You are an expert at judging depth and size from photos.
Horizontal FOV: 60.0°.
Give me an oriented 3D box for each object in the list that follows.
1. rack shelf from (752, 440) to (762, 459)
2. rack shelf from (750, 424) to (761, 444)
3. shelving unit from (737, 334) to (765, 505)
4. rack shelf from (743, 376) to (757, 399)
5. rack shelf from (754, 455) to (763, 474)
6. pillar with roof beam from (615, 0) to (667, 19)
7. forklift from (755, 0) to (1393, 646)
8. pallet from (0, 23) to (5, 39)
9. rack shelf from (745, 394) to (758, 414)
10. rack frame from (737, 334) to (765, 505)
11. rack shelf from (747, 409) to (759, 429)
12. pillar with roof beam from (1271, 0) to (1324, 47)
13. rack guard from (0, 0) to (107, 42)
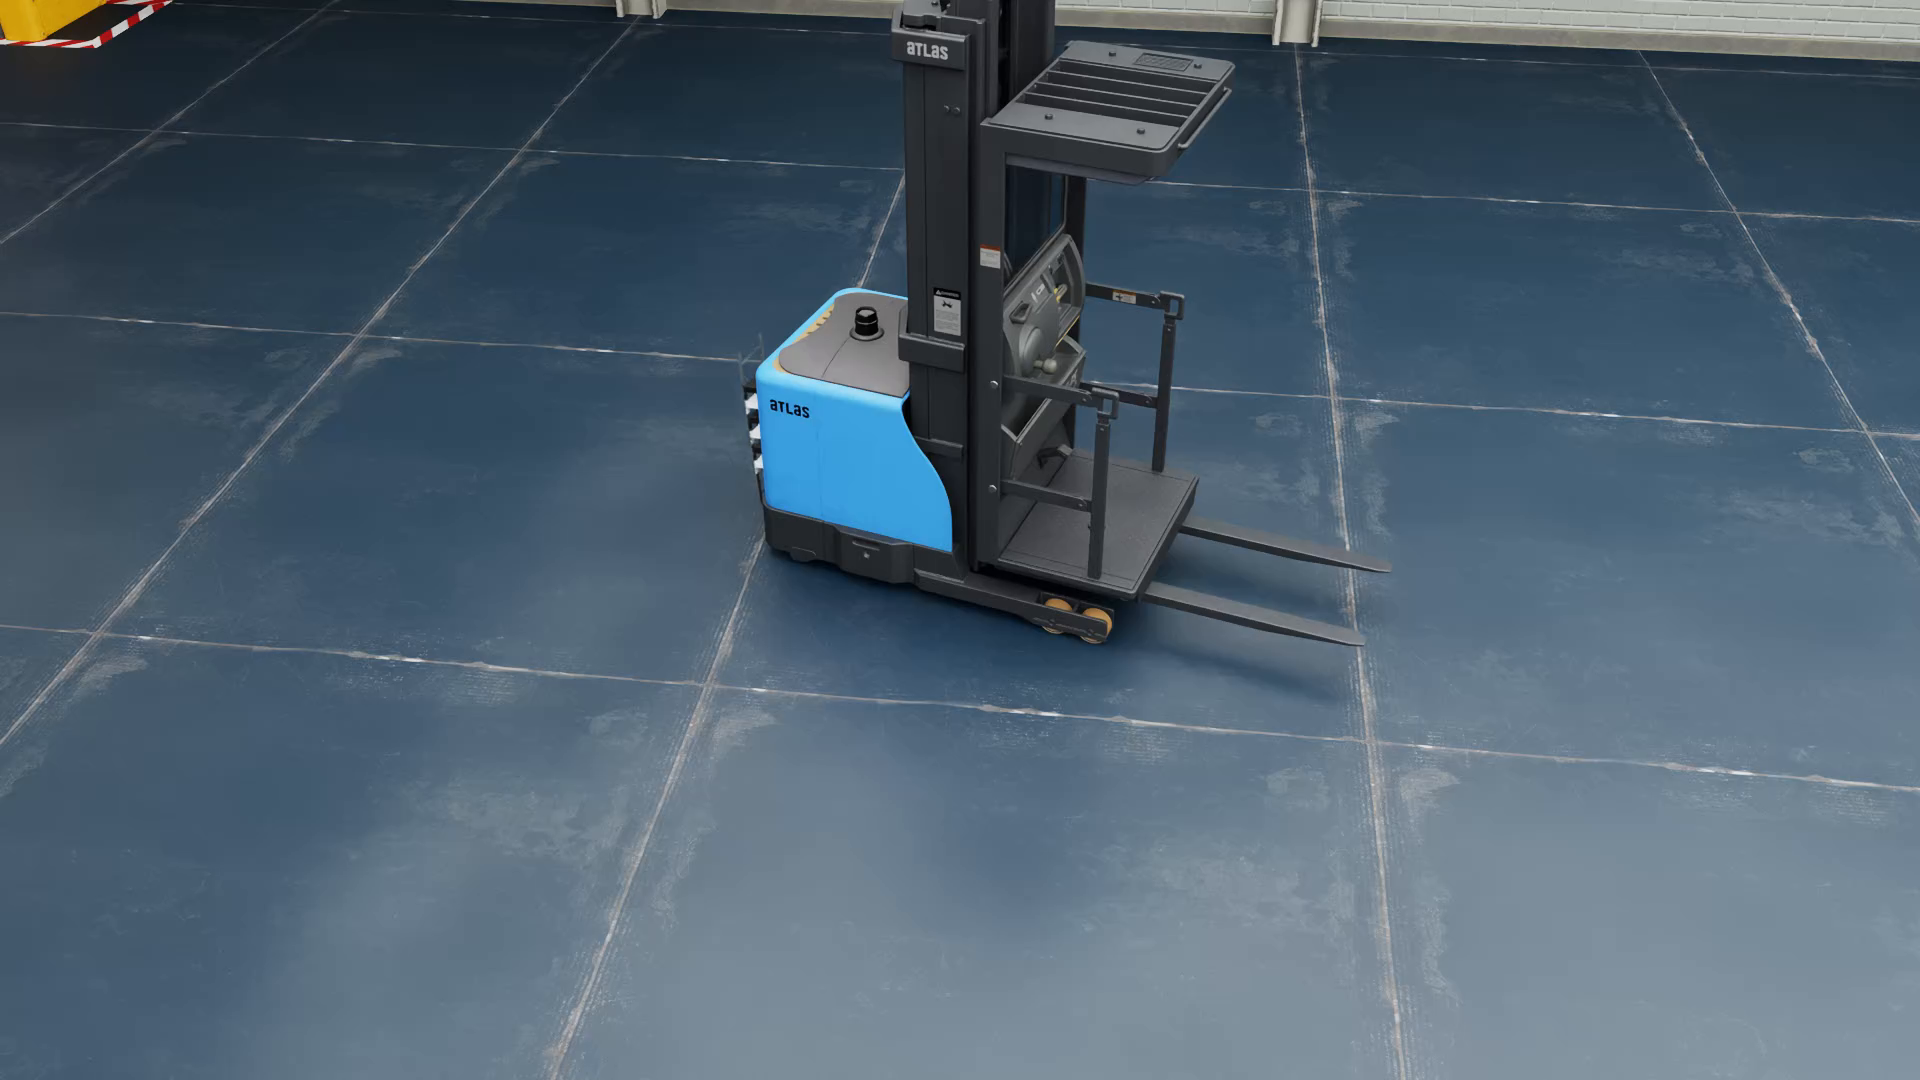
[{"bbox_3d":[-0.942,-0.505,8.740,0.200,0.077,0.258,11,37,21],"label":"rack shelf"},{"bbox_3d":[-0.947,-0.579,8.690,0.200,0.077,0.258,11,37,21],"label":"rack shelf"},{"bbox_3d":[-0.950,-0.607,8.671,0.210,0.900,0.258,11,37,21],"label":"shelving unit"},{"bbox_3d":[-0.964,-0.803,8.539,0.200,0.077,0.258,11,37,21],"label":"rack shelf"},{"bbox_3d":[-0.936,-0.430,8.790,0.200,0.077,0.258,11,37,21],"label":"rack shelf"},{"bbox_3d":[-3.508,-6.101,9.409,0.400,9.000,9.100,4,36,6],"label":"pillar with roof beam"},{"bbox_3d":[0.574,-1.053,7.559,3.031,2.935,1.130,14,38,18],"label":"forklift"},{"bbox_3d":[-9.098,-4.910,15.305,1.213,0.211,1.003,4,36,6],"label":"pallet"},{"bbox_3d":[-0.959,-0.728,8.589,0.200,0.077,0.258,11,37,21],"label":"rack shelf"},{"bbox_3d":[-1.043,-0.624,8.708,0.006,0.900,0.240,11,37,21],"label":"rack frame"},{"bbox_3d":[-0.953,-0.654,8.640,0.200,0.077,0.258,11,37,21],"label":"rack shelf"},{"bbox_3d":[2.444,-5.657,8.787,0.400,9.000,9.100,4,36,6],"label":"pillar with roof beam"},{"bbox_3d":[-8.311,-4.993,15.173,0.348,0.500,1.175,4,36,6],"label":"rack guard"}]
